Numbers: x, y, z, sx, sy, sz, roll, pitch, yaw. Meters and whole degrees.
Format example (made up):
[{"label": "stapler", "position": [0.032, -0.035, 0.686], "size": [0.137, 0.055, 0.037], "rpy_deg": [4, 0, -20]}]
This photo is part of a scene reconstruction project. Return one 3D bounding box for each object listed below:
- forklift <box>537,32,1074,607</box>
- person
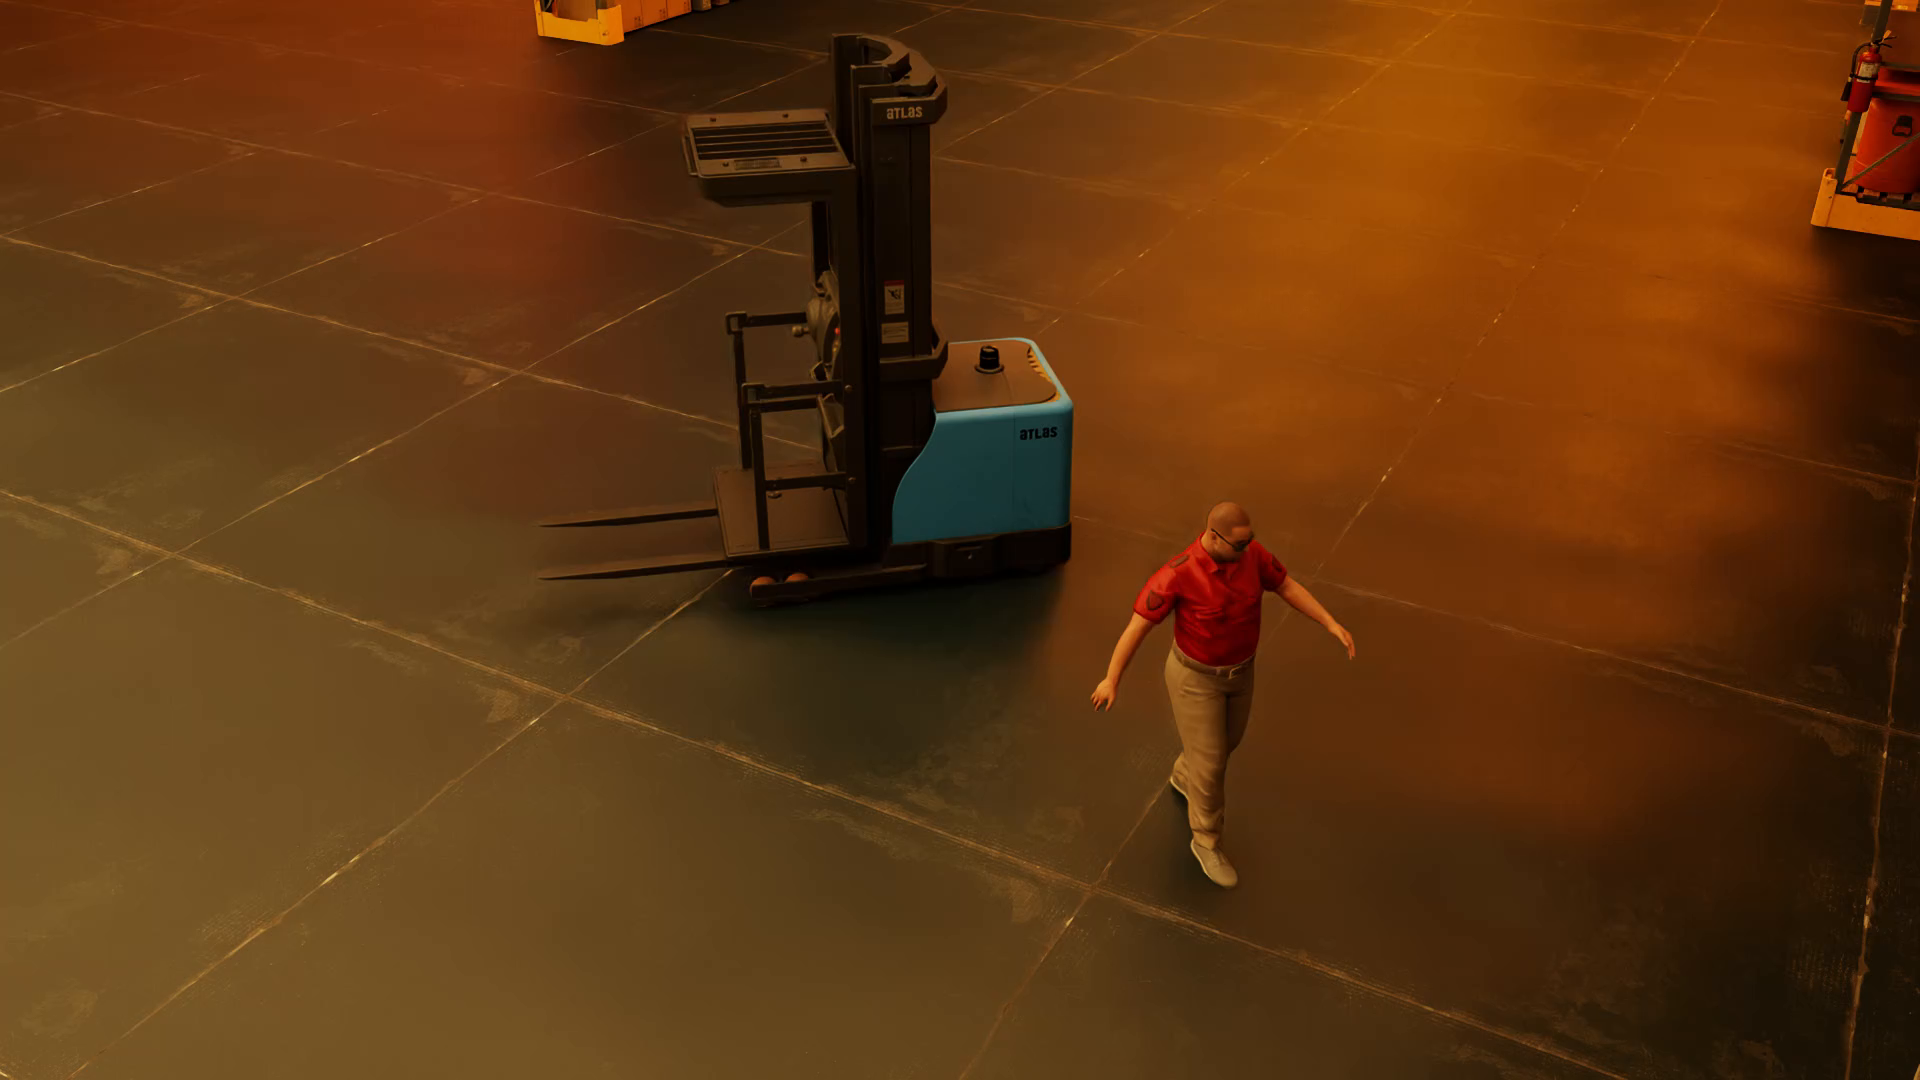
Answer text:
[{"label": "forklift", "position": [-0.925, -1.182, 9.119], "size": [3.031, 2.935, 1.130], "rpy_deg": [-6, 31, -10]}, {"label": "person", "position": [1.111, 0.631, 7.238], "size": [0.989, 1.715, 0.737], "rpy_deg": [-18, 34, -28]}]
